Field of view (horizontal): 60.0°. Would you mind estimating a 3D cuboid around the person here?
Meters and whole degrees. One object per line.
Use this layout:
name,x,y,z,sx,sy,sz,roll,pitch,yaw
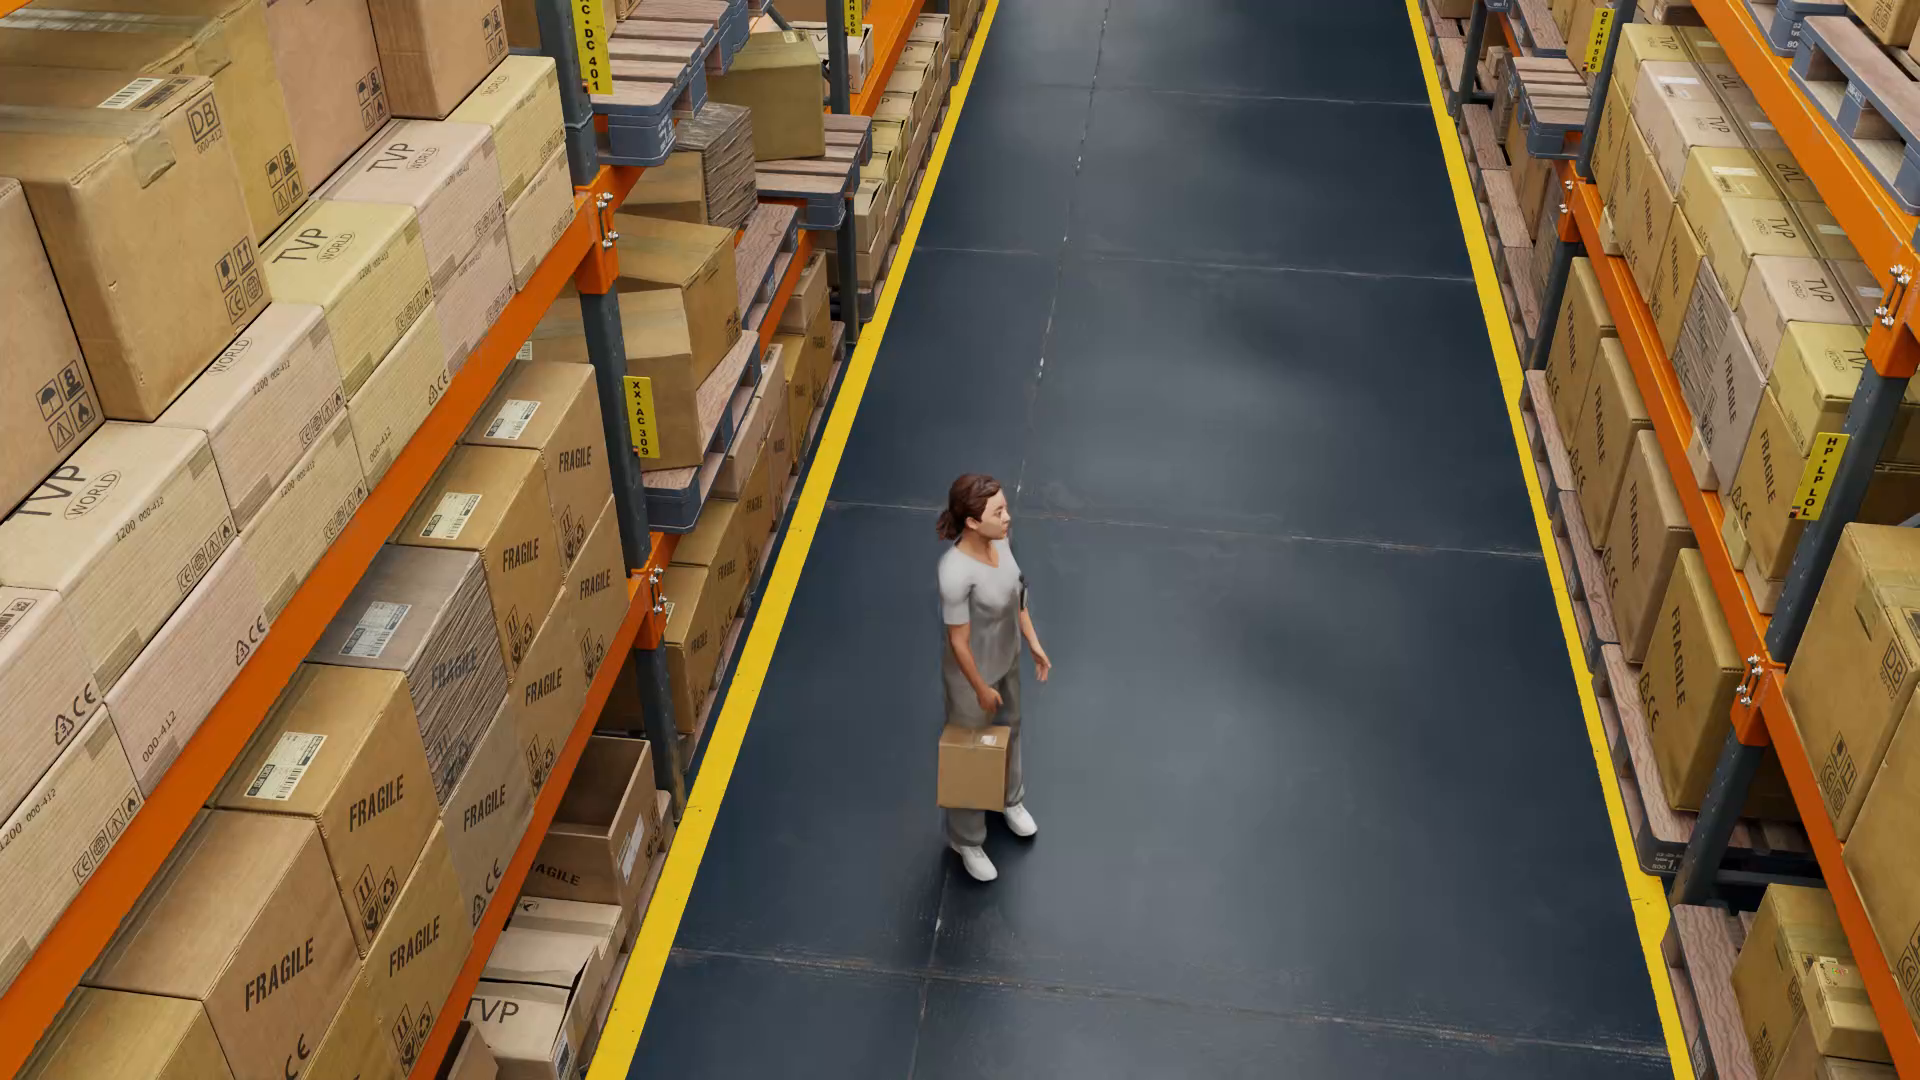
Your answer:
person,0.088,0.506,6.319,0.440,1.684,0.530,18,40,22
